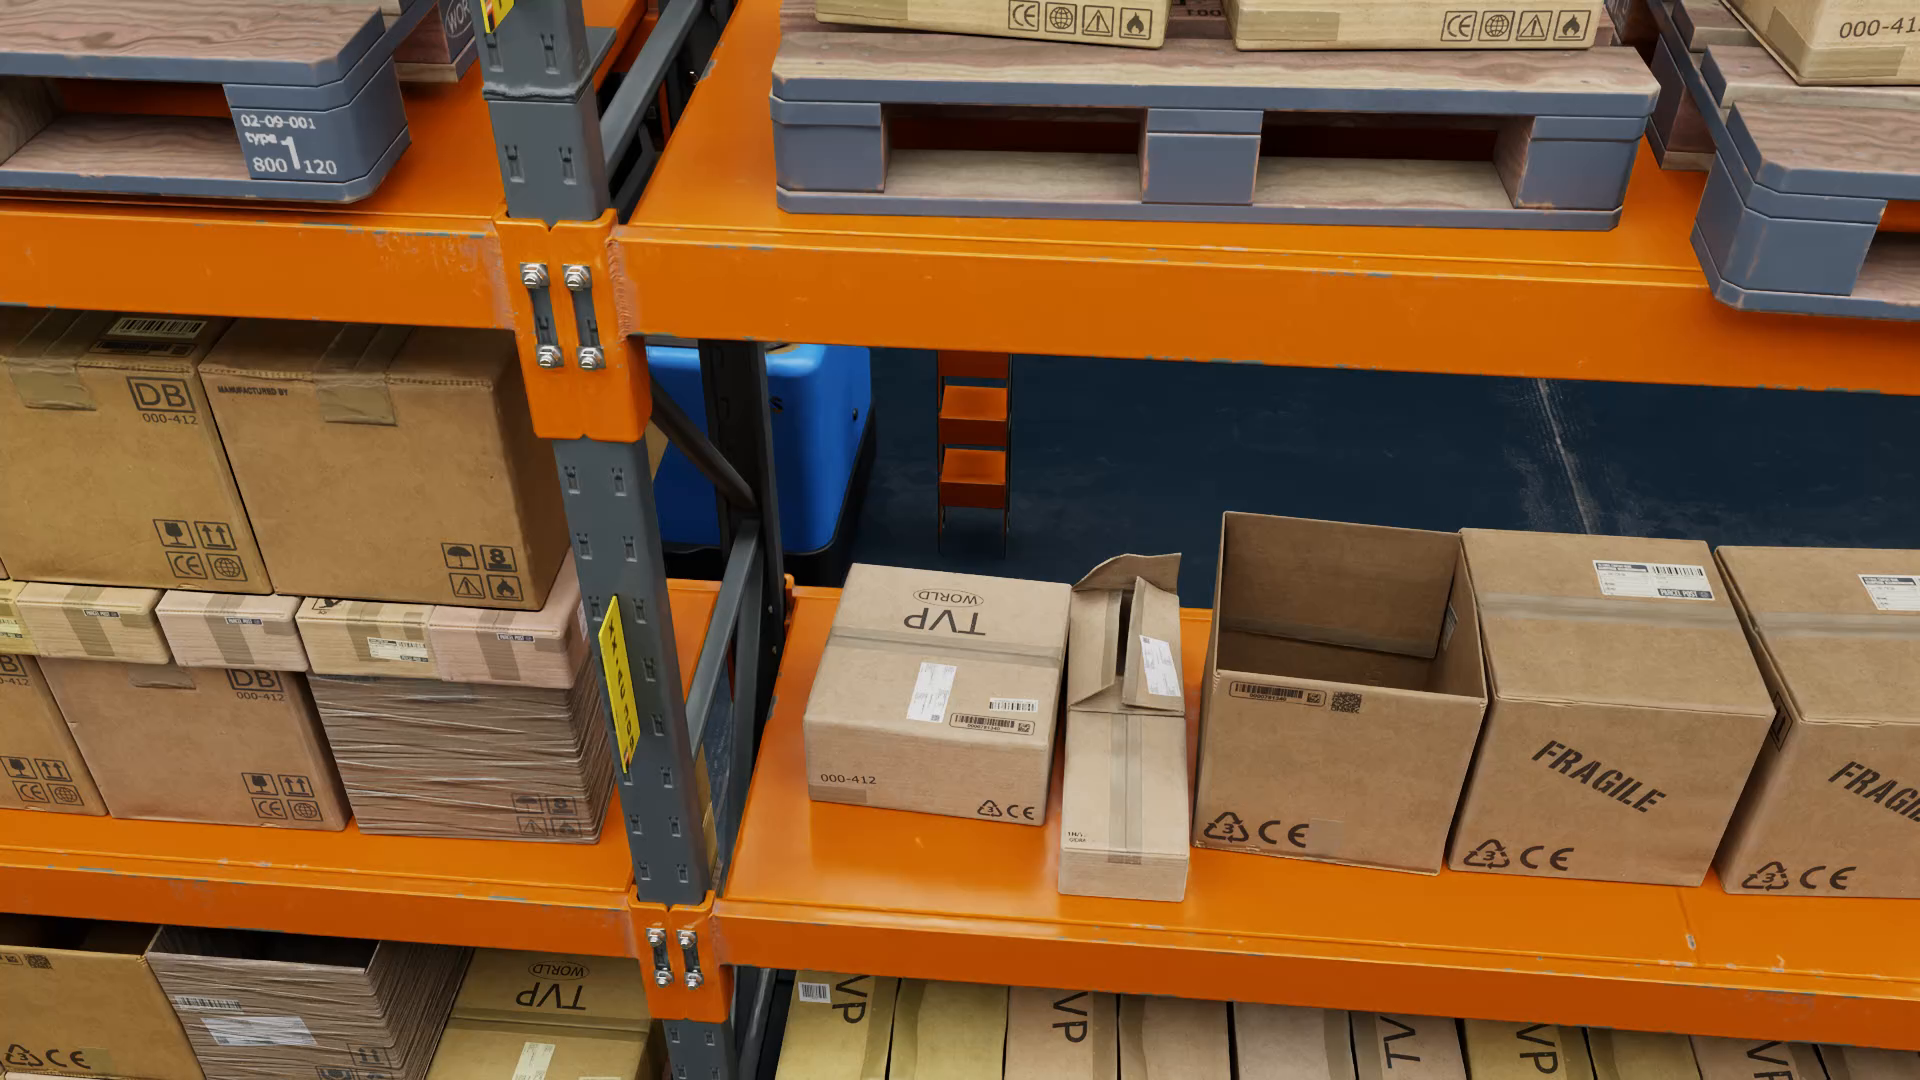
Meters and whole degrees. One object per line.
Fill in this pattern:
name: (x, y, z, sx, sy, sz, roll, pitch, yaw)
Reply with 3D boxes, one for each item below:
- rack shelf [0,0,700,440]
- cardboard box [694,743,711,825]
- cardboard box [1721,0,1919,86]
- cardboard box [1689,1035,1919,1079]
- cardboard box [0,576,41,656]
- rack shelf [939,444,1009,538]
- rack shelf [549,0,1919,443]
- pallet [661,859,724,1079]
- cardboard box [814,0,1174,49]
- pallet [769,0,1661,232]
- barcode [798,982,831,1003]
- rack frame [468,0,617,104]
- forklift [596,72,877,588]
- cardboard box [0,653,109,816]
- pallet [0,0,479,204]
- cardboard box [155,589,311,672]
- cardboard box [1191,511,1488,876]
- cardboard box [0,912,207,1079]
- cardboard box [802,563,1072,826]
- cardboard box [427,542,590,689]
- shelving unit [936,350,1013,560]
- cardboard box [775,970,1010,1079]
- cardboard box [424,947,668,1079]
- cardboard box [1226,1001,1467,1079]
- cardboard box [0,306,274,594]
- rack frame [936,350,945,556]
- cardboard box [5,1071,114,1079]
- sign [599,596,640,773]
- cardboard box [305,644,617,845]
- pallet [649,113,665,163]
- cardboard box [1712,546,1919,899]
rack shelf: (-2.522, -0.727, 2.961, 4.000, 0.370, 1.077, 3, 39, 4)
cardboard box: (-0.965, 0.656, 4.319, 0.500, 0.500, 0.500, 3, 39, 4)
cardboard box: (1.370, -0.860, 2.340, 0.500, 0.250, 0.500, 0, 39, 0)
cardboard box: (1.891, 1.243, 3.749, 0.500, 0.311, 0.500, 3, 39, 4)
cardboard box: (-1.833, 0.039, 3.233, 0.250, 0.149, 0.380, 3, 39, 4)
rack shelf: (0.053, -0.180, 6.097, 0.240, 0.259, 0.215, 3, 39, 4)
rack shelf: (1.463, -0.510, 2.694, 4.000, 0.370, 1.077, 3, 39, 4)
pallet: (-1.318, 1.278, 4.513, 1.213, 0.211, 1.003, 3, 39, 4)
cardboard box: (0.083, -0.963, 2.467, 0.500, 0.250, 0.500, 7, 40, 8)
pallet: (0.350, -0.784, 2.612, 1.217, 0.209, 0.805, 2, 39, 2)
barcode: (-0.311, 0.968, 3.556, 0.075, 0.075, 0.001, 3, 39, 4)
rack frame: (-0.530, -2.061, 1.654, 0.127, 3.000, 1.000, 3, 39, 4)
forklift: (-1.883, -1.280, 5.501, 3.031, 2.935, 1.130, 4, 39, 5)
cardboard box: (-1.998, 0.152, 3.607, 0.500, 0.500, 0.700, 4, 39, 5)
pallet: (-1.382, -0.893, 2.665, 1.213, 0.211, 1.003, 3, 39, 4)
cardboard box: (-1.326, 0.068, 3.197, 0.250, 0.149, 0.380, 2, 39, 3)
cardboard box: (0.759, 0.308, 3.417, 0.500, 0.500, 0.500, 6, 40, 7)
cardboard box: (-2.006, 0.931, 3.981, 0.500, 0.500, 0.500, 3, 39, 4)
cardboard box: (-0.035, 0.323, 3.595, 0.500, 0.250, 0.500, 5, 39, 7)
cardboard box: (-0.819, 0.095, 3.164, 0.250, 0.149, 0.380, 3, 39, 4)
shelving unit: (0.053, -0.404, 5.915, 0.252, 1.050, 0.215, 3, 39, 4)
cardboard box: (-0.139, 1.131, 3.886, 0.500, 0.311, 0.500, 3, 39, 4)
cardboard box: (-1.010, 1.281, 4.145, 0.500, 0.250, 0.500, 3, 39, 4)
cardboard box: (0.875, 1.189, 3.814, 0.500, 0.311, 0.500, 2, 39, 2)
cardboard box: (-1.476, -0.323, 3.164, 0.500, 0.500, 0.700, 3, 39, 4)
rack frame: (-0.068, -0.411, 5.923, 0.008, 1.050, 0.200, 3, 39, 4)
cardboard box: (-2.007, 1.230, 4.208, 0.500, 0.250, 0.500, 3, 39, 4)
sign: (-0.576, 0.248, 2.820, 0.005, 0.325, 0.100, 3, 39, 4)
cardboard box: (-0.972, 0.207, 3.541, 0.500, 0.500, 0.700, 2, 39, 3)
pallet: (-1.997, -1.848, 8.353, 1.213, 0.211, 1.003, 3, 39, 4)
cardboard box: (1.782, 0.364, 3.348, 0.500, 0.500, 0.500, 1, 39, 1)
